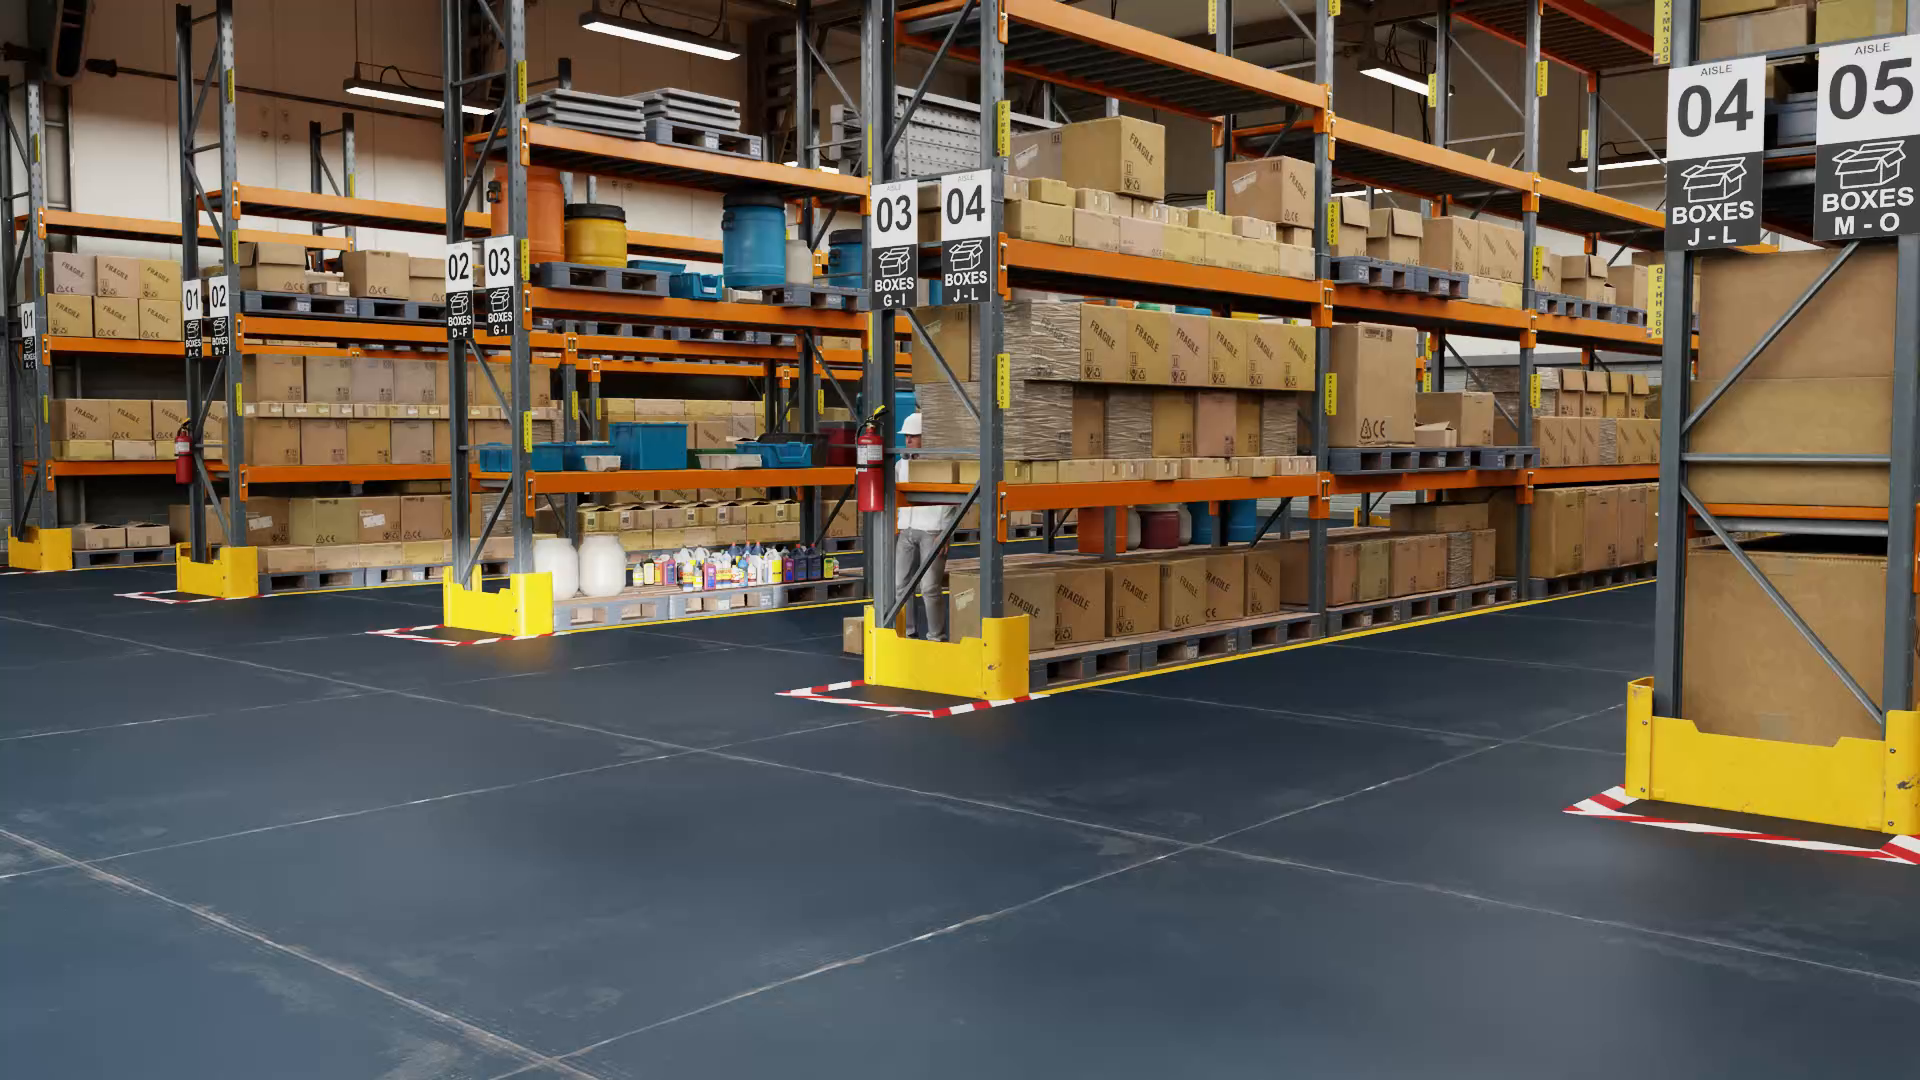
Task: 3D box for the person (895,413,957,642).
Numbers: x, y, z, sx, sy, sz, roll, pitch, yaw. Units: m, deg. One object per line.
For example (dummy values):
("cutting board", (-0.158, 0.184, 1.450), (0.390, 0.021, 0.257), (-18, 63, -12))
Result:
("person", (-0.285, -0.047, 12.273), (0.581, 1.771, 0.461), (3, 5, 40))
